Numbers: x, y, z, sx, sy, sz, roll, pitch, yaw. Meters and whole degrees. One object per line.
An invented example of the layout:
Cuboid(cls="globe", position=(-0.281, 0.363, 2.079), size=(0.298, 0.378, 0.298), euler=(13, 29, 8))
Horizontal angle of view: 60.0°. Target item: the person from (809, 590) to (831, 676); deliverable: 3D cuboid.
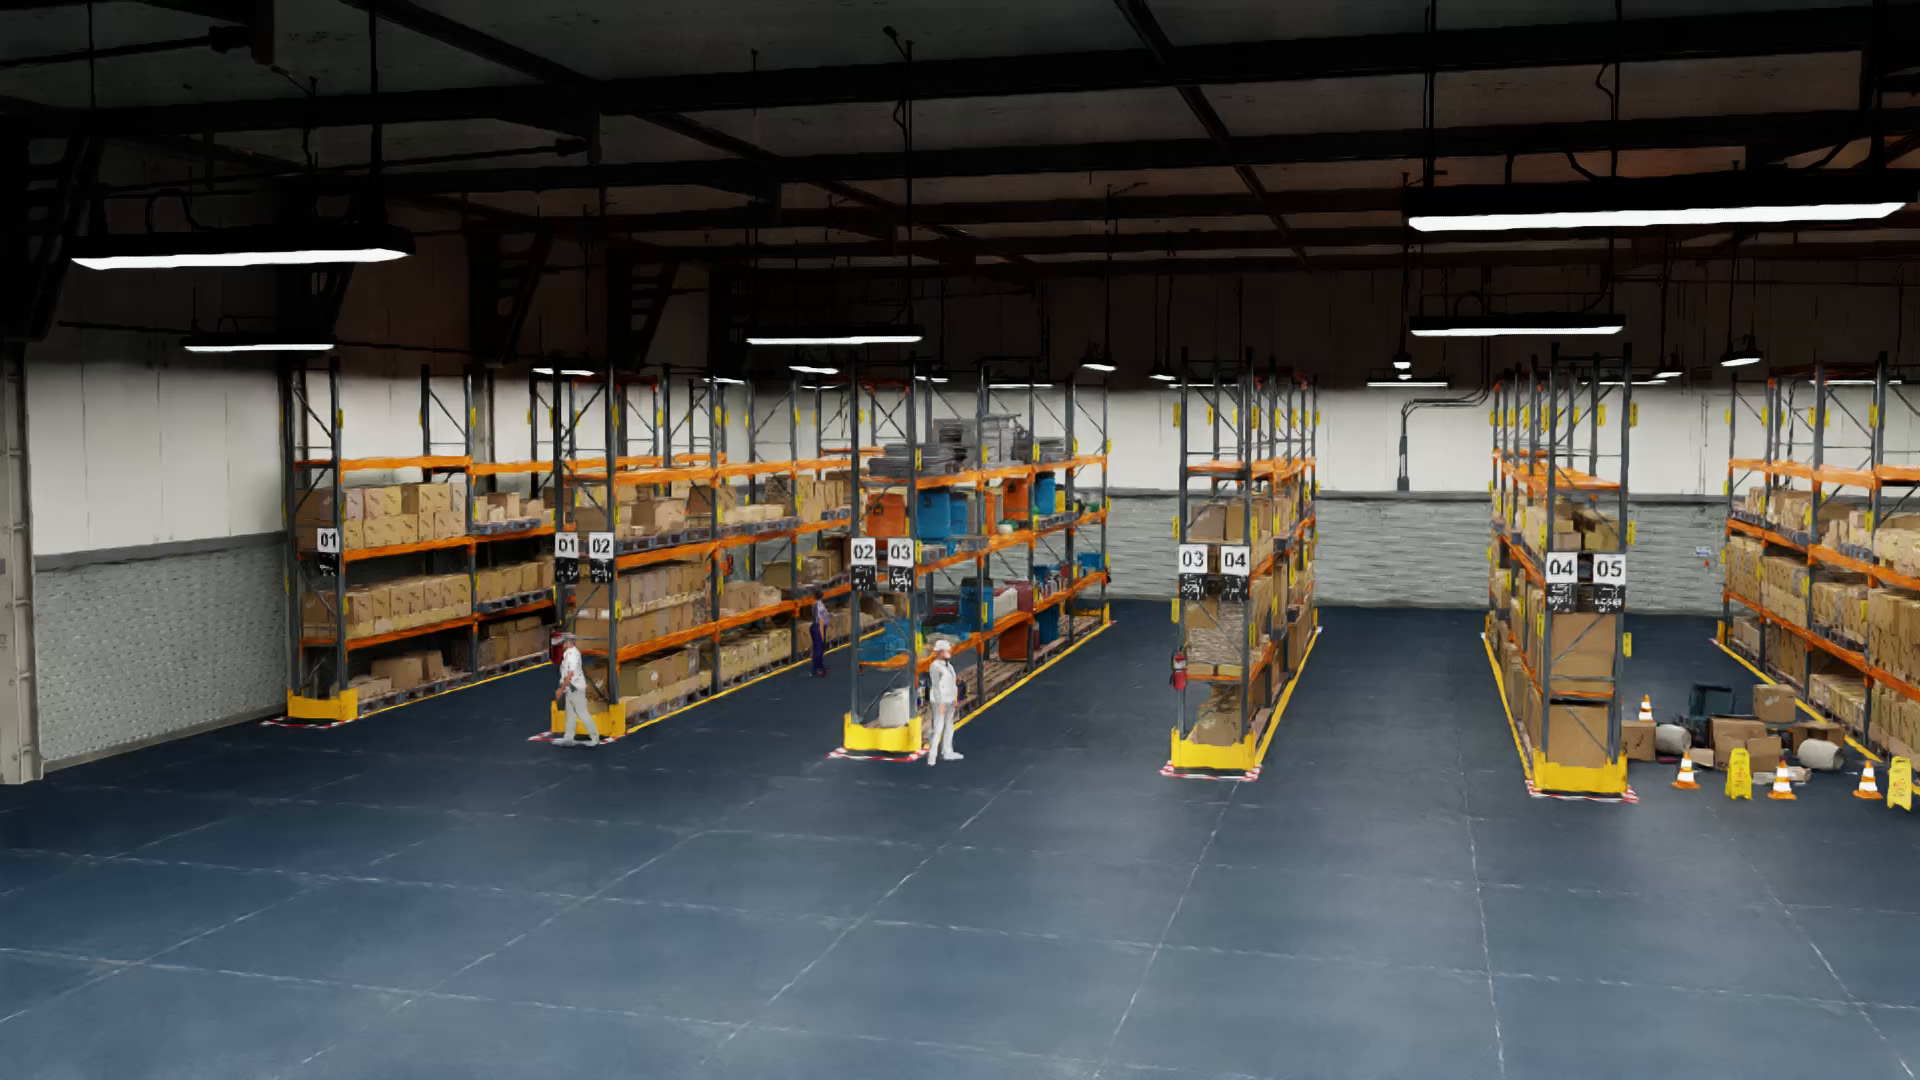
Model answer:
Cuboid(cls="person", position=(-2.713, 1.790, 32.405), size=(0.424, 1.651, 0.526), euler=(-1, 4, -16))

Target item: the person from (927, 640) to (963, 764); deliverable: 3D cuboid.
Cuboid(cls="person", position=(-0.241, 2.330, 24.101), size=(0.383, 1.778, 0.688), euler=(2, 5, 25))

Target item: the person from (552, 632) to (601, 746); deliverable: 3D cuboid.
Cuboid(cls="person", position=(-5.852, 2.275, 25.313), size=(0.721, 1.739, 0.570), euler=(-1, 4, -13))
